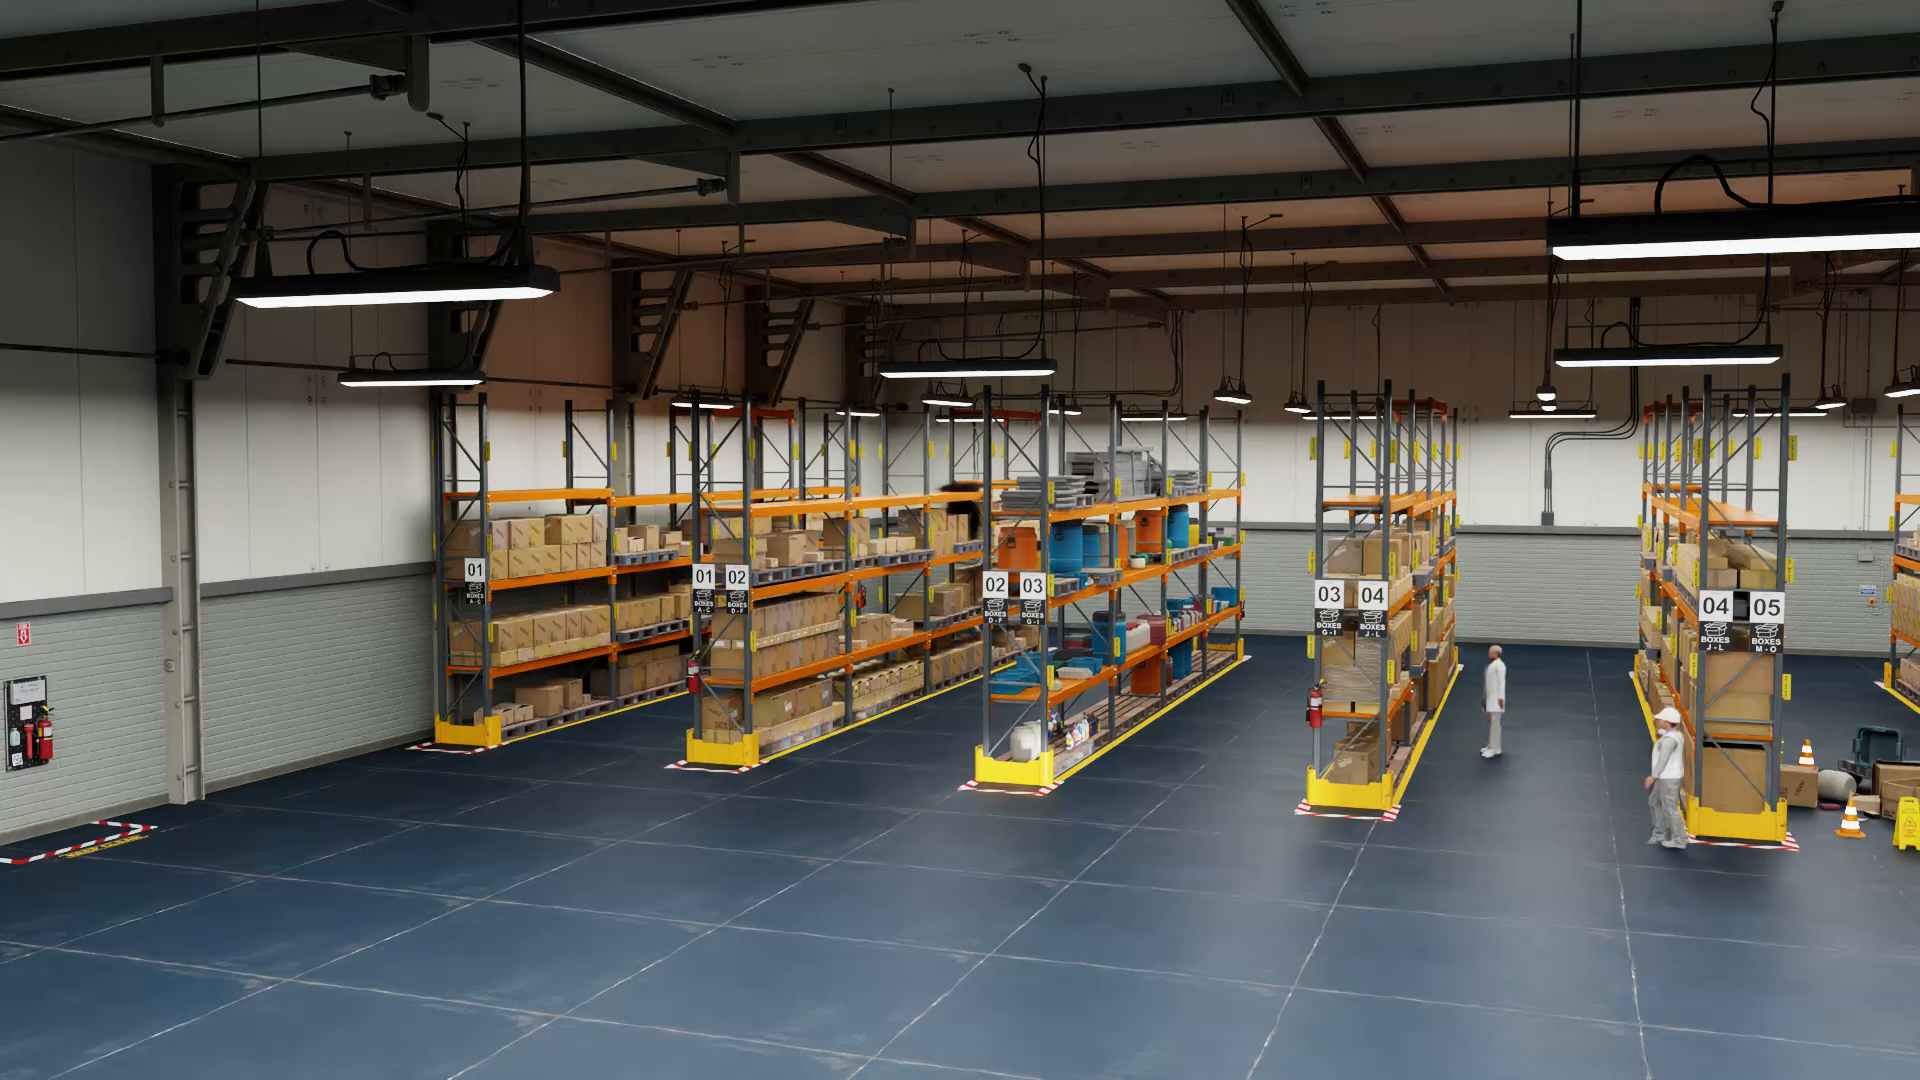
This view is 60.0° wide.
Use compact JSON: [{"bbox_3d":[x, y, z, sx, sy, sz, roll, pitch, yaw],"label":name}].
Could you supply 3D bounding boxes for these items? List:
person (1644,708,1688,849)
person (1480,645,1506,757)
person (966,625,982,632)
[{"bbox_3d":[8.900,3.025,20.948,0.550,1.843,0.555,2,4,32],"label":"person"},{"bbox_3d":[8.781,2.649,27.508,0.462,1.802,0.680,0,3,-1],"label":"person"},{"bbox_3d":[0.437,1.714,45.891,0.516,1.657,0.505,-2,4,-32],"label":"person"}]
